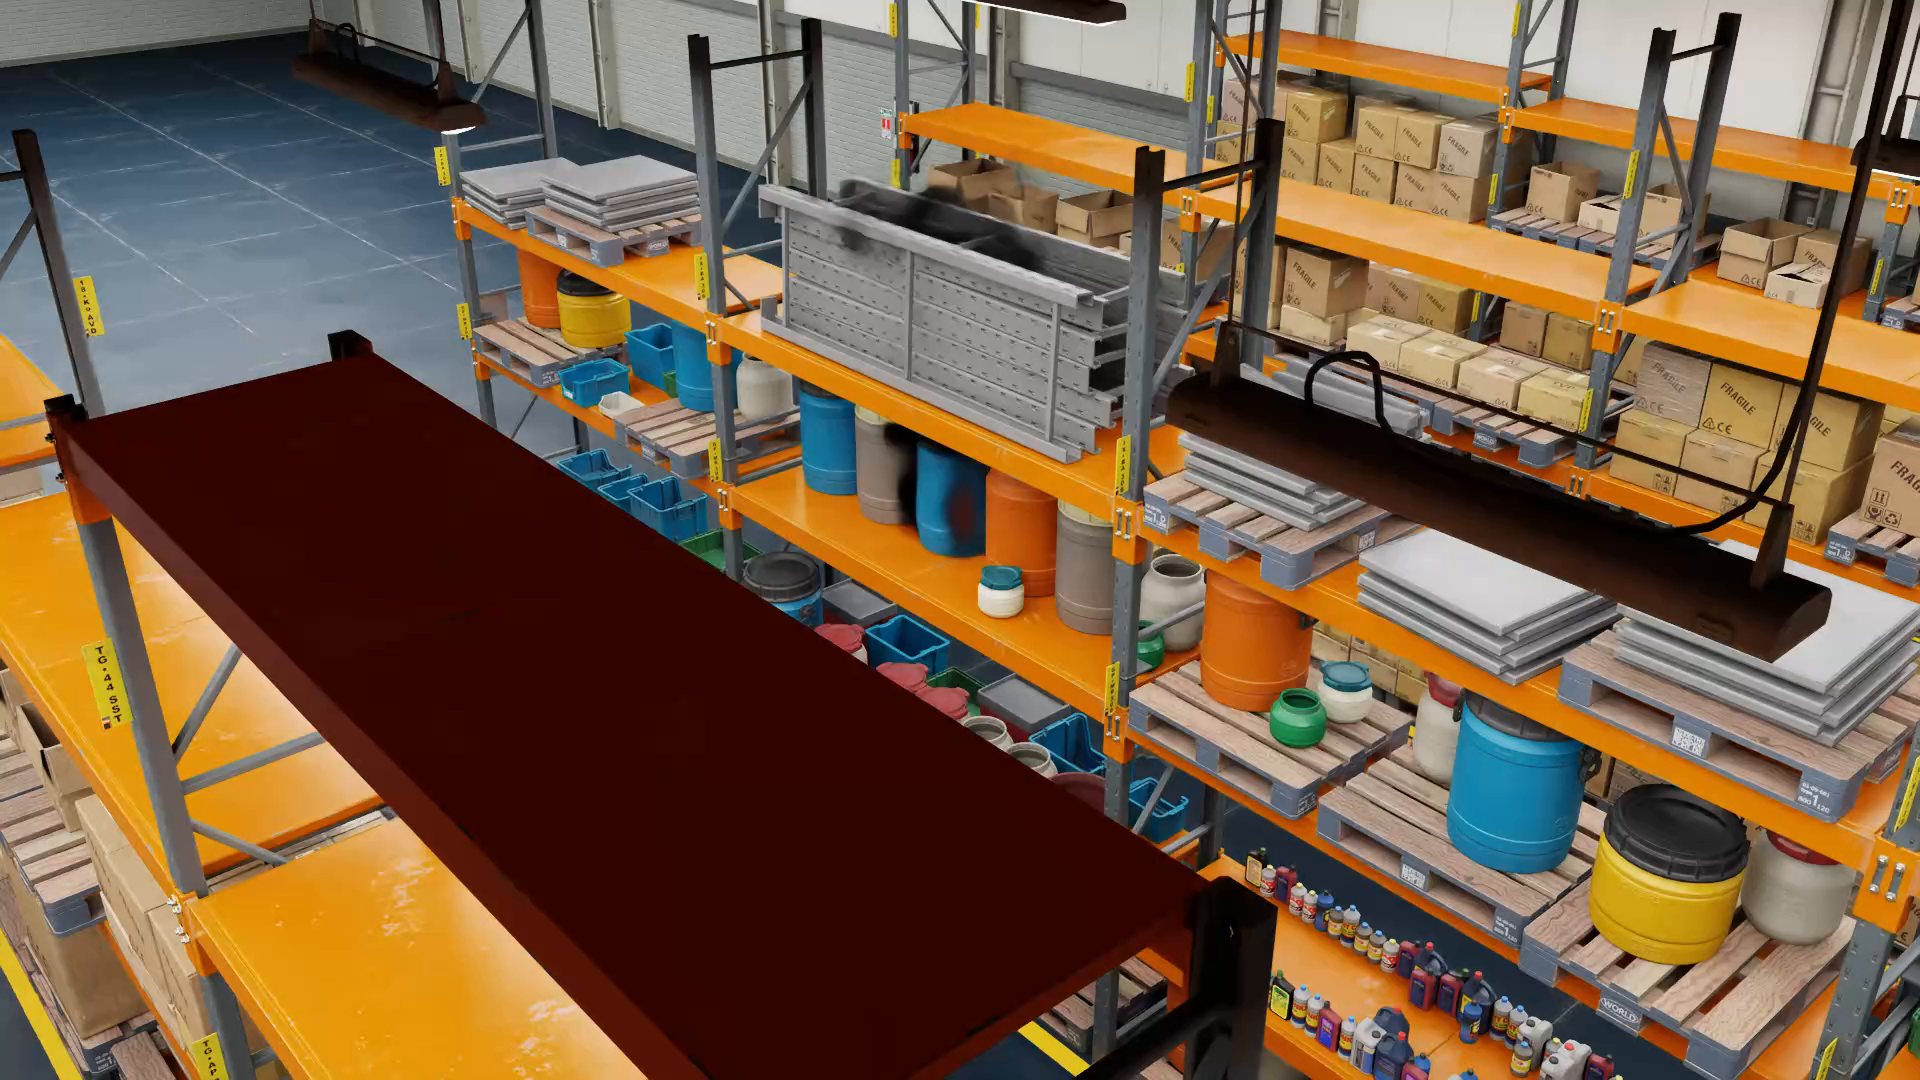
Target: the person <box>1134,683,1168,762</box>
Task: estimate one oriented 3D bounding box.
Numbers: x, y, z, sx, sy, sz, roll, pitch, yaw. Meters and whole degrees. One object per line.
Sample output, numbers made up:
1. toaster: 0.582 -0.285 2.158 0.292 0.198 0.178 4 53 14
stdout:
1. person: 1.431 1.005 13.150 0.609 1.738 0.596 19 33 33
